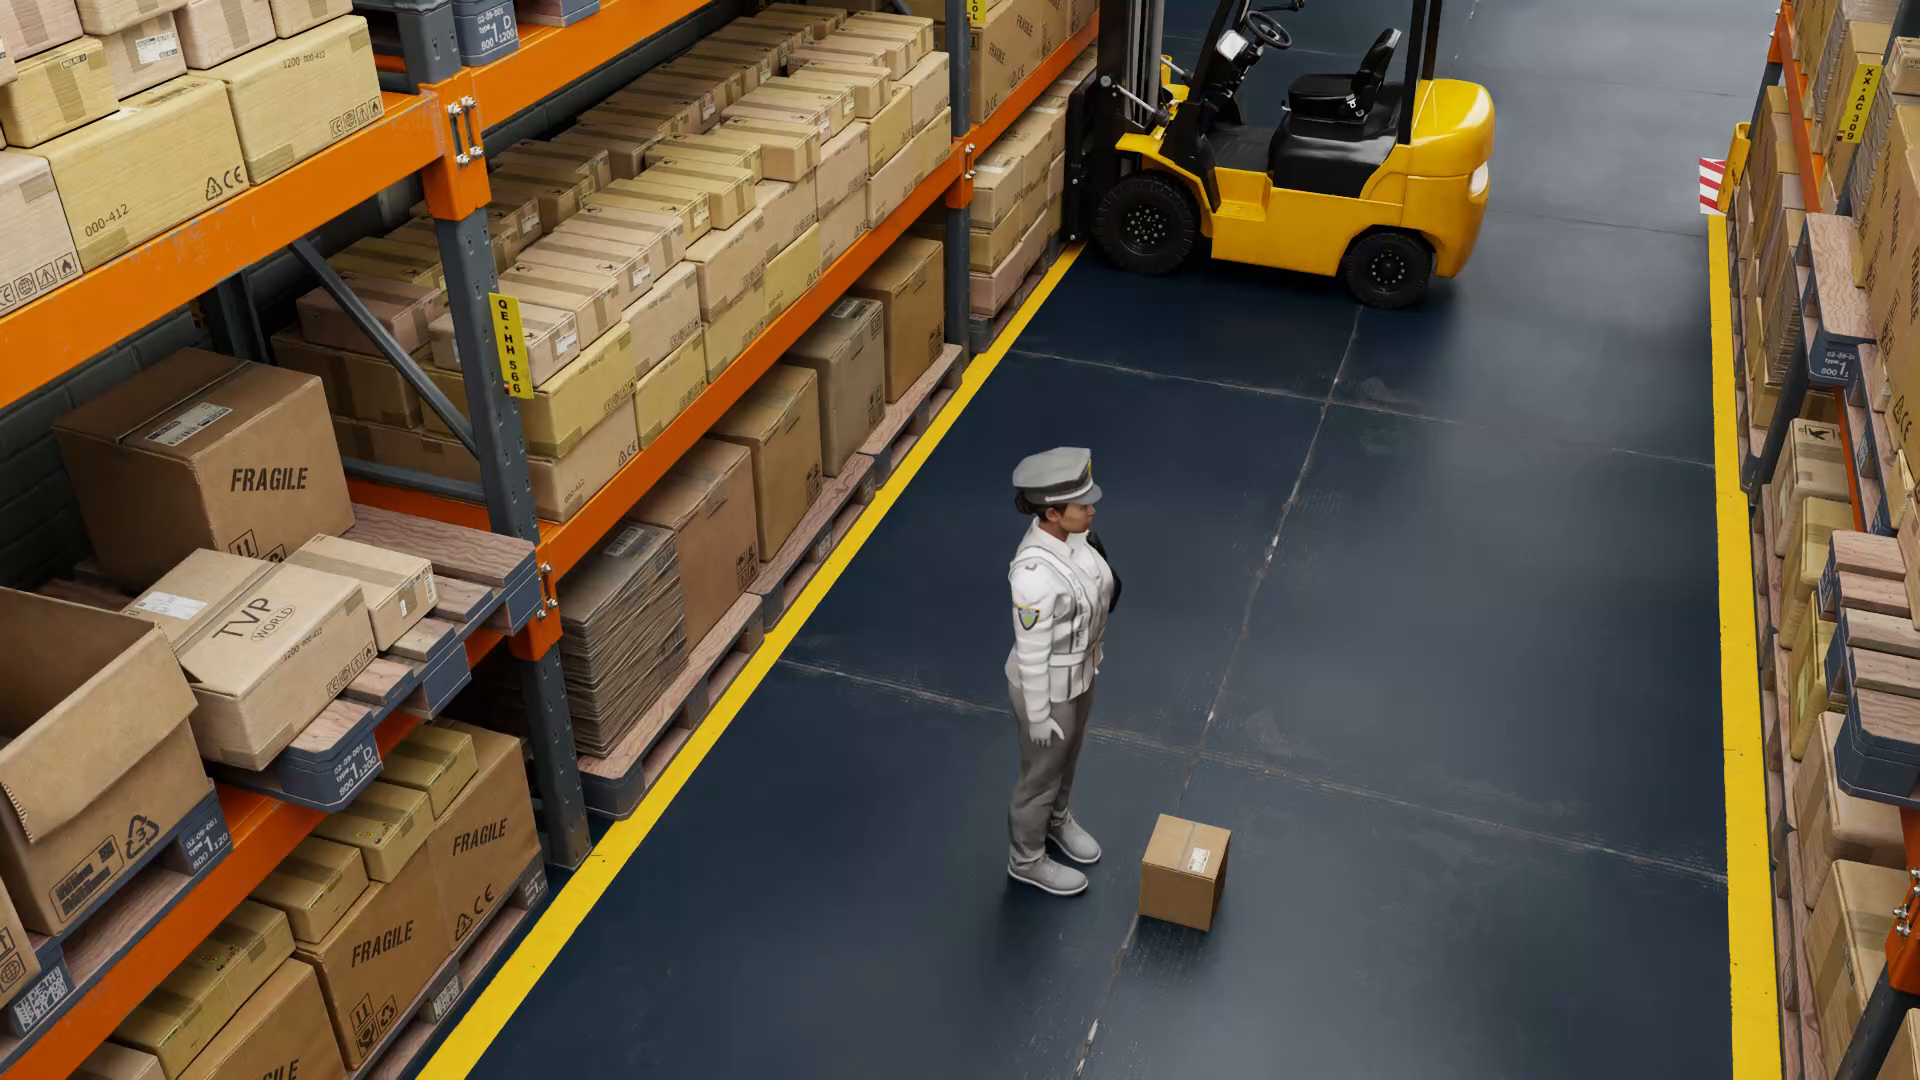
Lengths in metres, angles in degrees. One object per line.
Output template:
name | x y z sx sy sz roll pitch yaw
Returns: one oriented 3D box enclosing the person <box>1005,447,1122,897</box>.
person | 0.315 0.456 5.432 0.329 1.688 0.465 11 35 17
